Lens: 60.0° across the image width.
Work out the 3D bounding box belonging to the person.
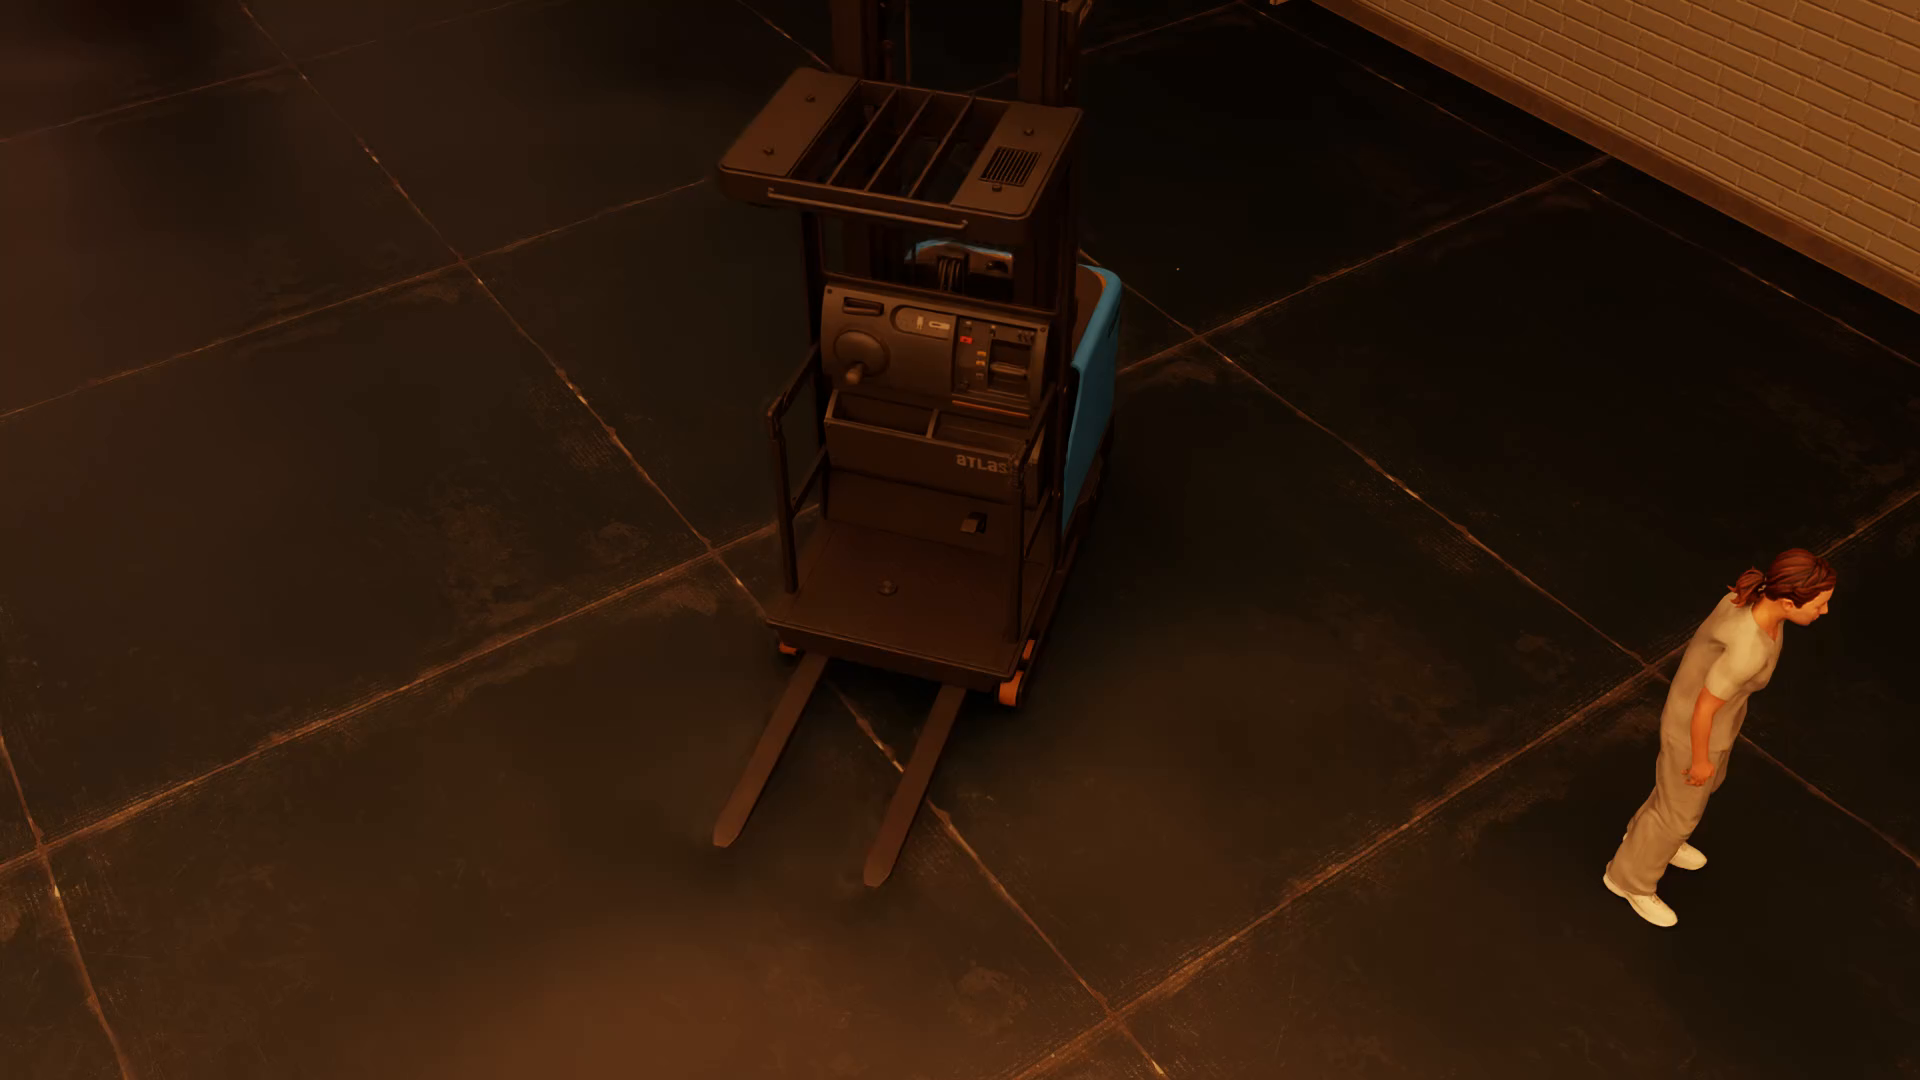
[{"bbox_3d":[2.680,0.668,5.921,0.364,1.671,0.499,25,48,24],"label":"person"}]

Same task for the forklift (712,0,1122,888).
[{"bbox_3d":[-0.169,-0.673,6.446,1.130,2.935,3.031,12,44,13],"label":"forklift"}]
